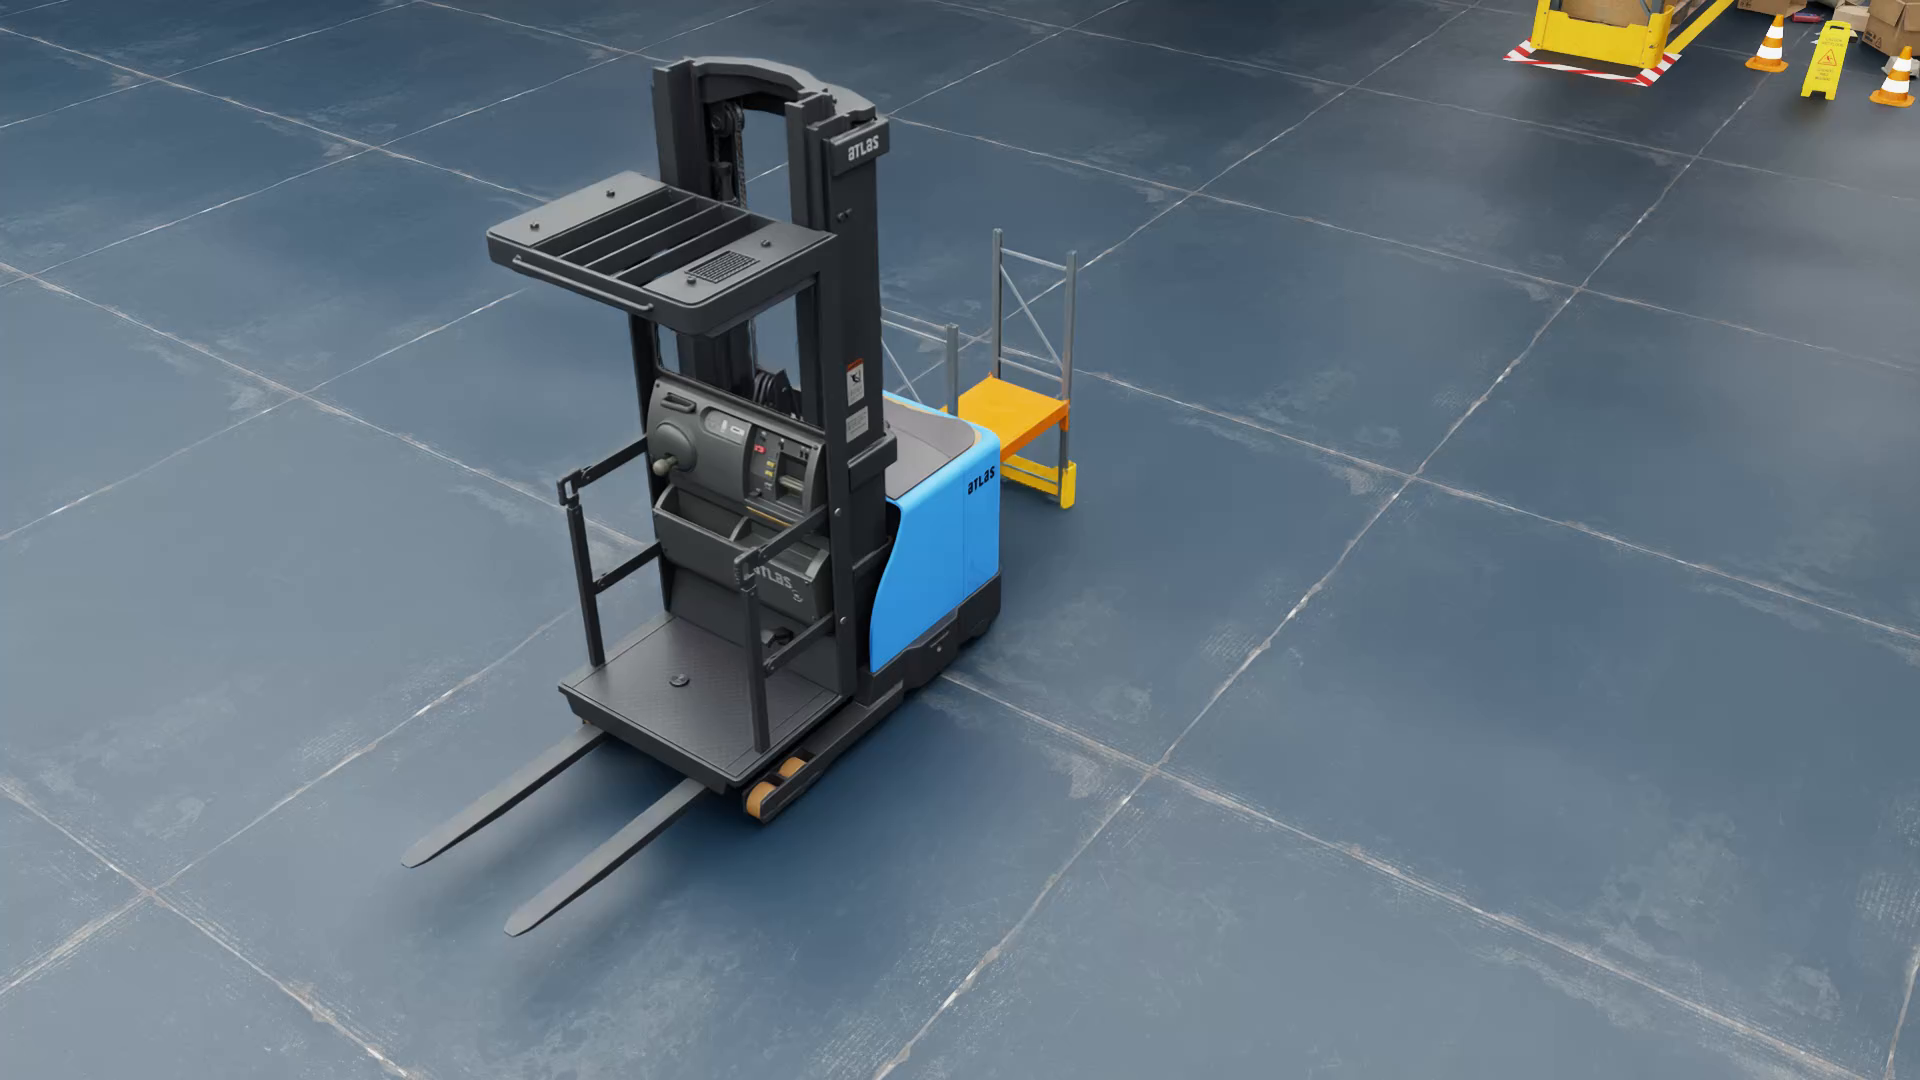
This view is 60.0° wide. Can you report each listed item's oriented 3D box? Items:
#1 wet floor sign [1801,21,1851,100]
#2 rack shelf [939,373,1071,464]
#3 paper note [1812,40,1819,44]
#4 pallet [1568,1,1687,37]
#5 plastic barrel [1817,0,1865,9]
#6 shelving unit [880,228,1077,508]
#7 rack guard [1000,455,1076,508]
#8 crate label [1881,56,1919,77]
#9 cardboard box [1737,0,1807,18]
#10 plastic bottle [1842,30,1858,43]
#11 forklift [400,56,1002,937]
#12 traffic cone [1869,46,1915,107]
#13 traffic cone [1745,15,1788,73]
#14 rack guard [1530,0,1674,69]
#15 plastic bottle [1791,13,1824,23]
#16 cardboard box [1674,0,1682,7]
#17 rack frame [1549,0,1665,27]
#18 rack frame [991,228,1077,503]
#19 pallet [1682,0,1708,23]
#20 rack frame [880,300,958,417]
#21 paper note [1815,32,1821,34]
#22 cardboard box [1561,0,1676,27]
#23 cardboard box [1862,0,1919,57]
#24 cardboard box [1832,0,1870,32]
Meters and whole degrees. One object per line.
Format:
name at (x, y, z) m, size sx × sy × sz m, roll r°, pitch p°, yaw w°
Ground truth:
wet floor sign at (7.630, -4.235, 14.612) m, size 0.267 × 0.644 × 0.232 m, roll 14°, pitch 37°, yaw 20°
rack shelf at (0.082, -0.531, 8.693) m, size 0.538 × 0.185 × 1.000 m, roll 22°, pitch 40°, yaw 29°
paper note at (8.285, -4.786, 15.977) m, size 0.142 × 0.017 × 0.144 m, roll -22°, pitch 40°, yaw -29°
pallet at (6.411, -5.094, 16.270) m, size 1.003 × 0.211 × 1.213 m, roll 21°, pitch 39°, yaw 28°
plastic barrel at (8.914, -5.618, 16.855) m, size 0.421 × 0.421 × 0.512 m, roll -9°, pitch 35°, yaw -13°
shelving unit at (0.087, -0.684, 8.598) m, size 0.587 × 1.500 × 1.083 m, roll 22°, pitch 40°, yaw 29°
rack guard at (0.381, -0.391, 9.281) m, size 0.587 × 0.250 × 0.087 m, roll 22°, pitch 40°, yaw 29°
crate label at (8.621, -4.325, 15.200) m, size 0.250 × 0.136 × 0.298 m, roll 3°, pitch 34°, yaw 4°
cardboard box at (8.258, -5.620, 16.788) m, size 0.500 × 0.500 × 0.500 m, roll 29°, pitch 44°, yaw 36°
plastic bottle at (8.595, -4.889, 16.100) m, size 0.133 × 0.061 × 0.283 m, roll 8°, pitch 35°, yaw 12°
forklift at (-1.071, -0.319, 6.782) m, size 1.130 × 2.935 × 3.031 m, roll 22°, pitch 40°, yaw 29°
traffic cone at (8.223, -4.079, 14.544) m, size 0.336 × 0.463 × 0.334 m, roll 21°, pitch 39°, yaw 28°
traffic cone at (7.489, -4.596, 15.309) m, size 0.336 × 0.463 × 0.334 m, roll 21°, pitch 39°, yaw 28°
rack guard at (6.006, -4.810, 15.592) m, size 1.175 × 0.500 × 0.348 m, roll 21°, pitch 39°, yaw 28°
plastic bottle at (8.443, -5.197, 16.556) m, size 0.283 × 0.061 × 0.133 m, roll 8°, pitch 35°, yaw 12°
cardboard box at (6.852, -5.889, 16.478) m, size 0.875 × 0.875 × 0.875 m, roll 21°, pitch 39°, yaw 27°
rack frame at (6.019, -5.856, 14.908) m, size 1.000 × 3.000 × 0.127 m, roll 21°, pitch 39°, yaw 28°
rack frame at (0.382, -0.910, 8.932) m, size 0.500 × 1.500 × 0.032 m, roll 22°, pitch 40°, yaw 29°
pallet at (7.107, -5.653, 17.097) m, size 1.003 × 0.211 × 1.213 m, roll 21°, pitch 39°, yaw 28°
rack frame at (-0.218, -0.450, 8.252) m, size 0.500 × 1.500 × 0.032 m, roll 22°, pitch 40°, yaw 29°
paper note at (8.400, -4.948, 16.233) m, size 0.123 × 0.001 × 0.032 m, roll -15°, pitch 37°, yaw -21°
cardboard box at (6.352, -5.483, 15.878) m, size 0.875 × 0.875 × 0.875 m, roll 21°, pitch 40°, yaw 28°
cardboard box at (9.065, -4.905, 15.729) m, size 0.797 × 0.503 × 0.637 m, roll -3°, pitch 34°, yaw -4°
cardboard box at (8.833, -5.185, 16.356) m, size 0.396 × 0.266 × 0.258 m, roll 29°, pitch 44°, yaw 36°
